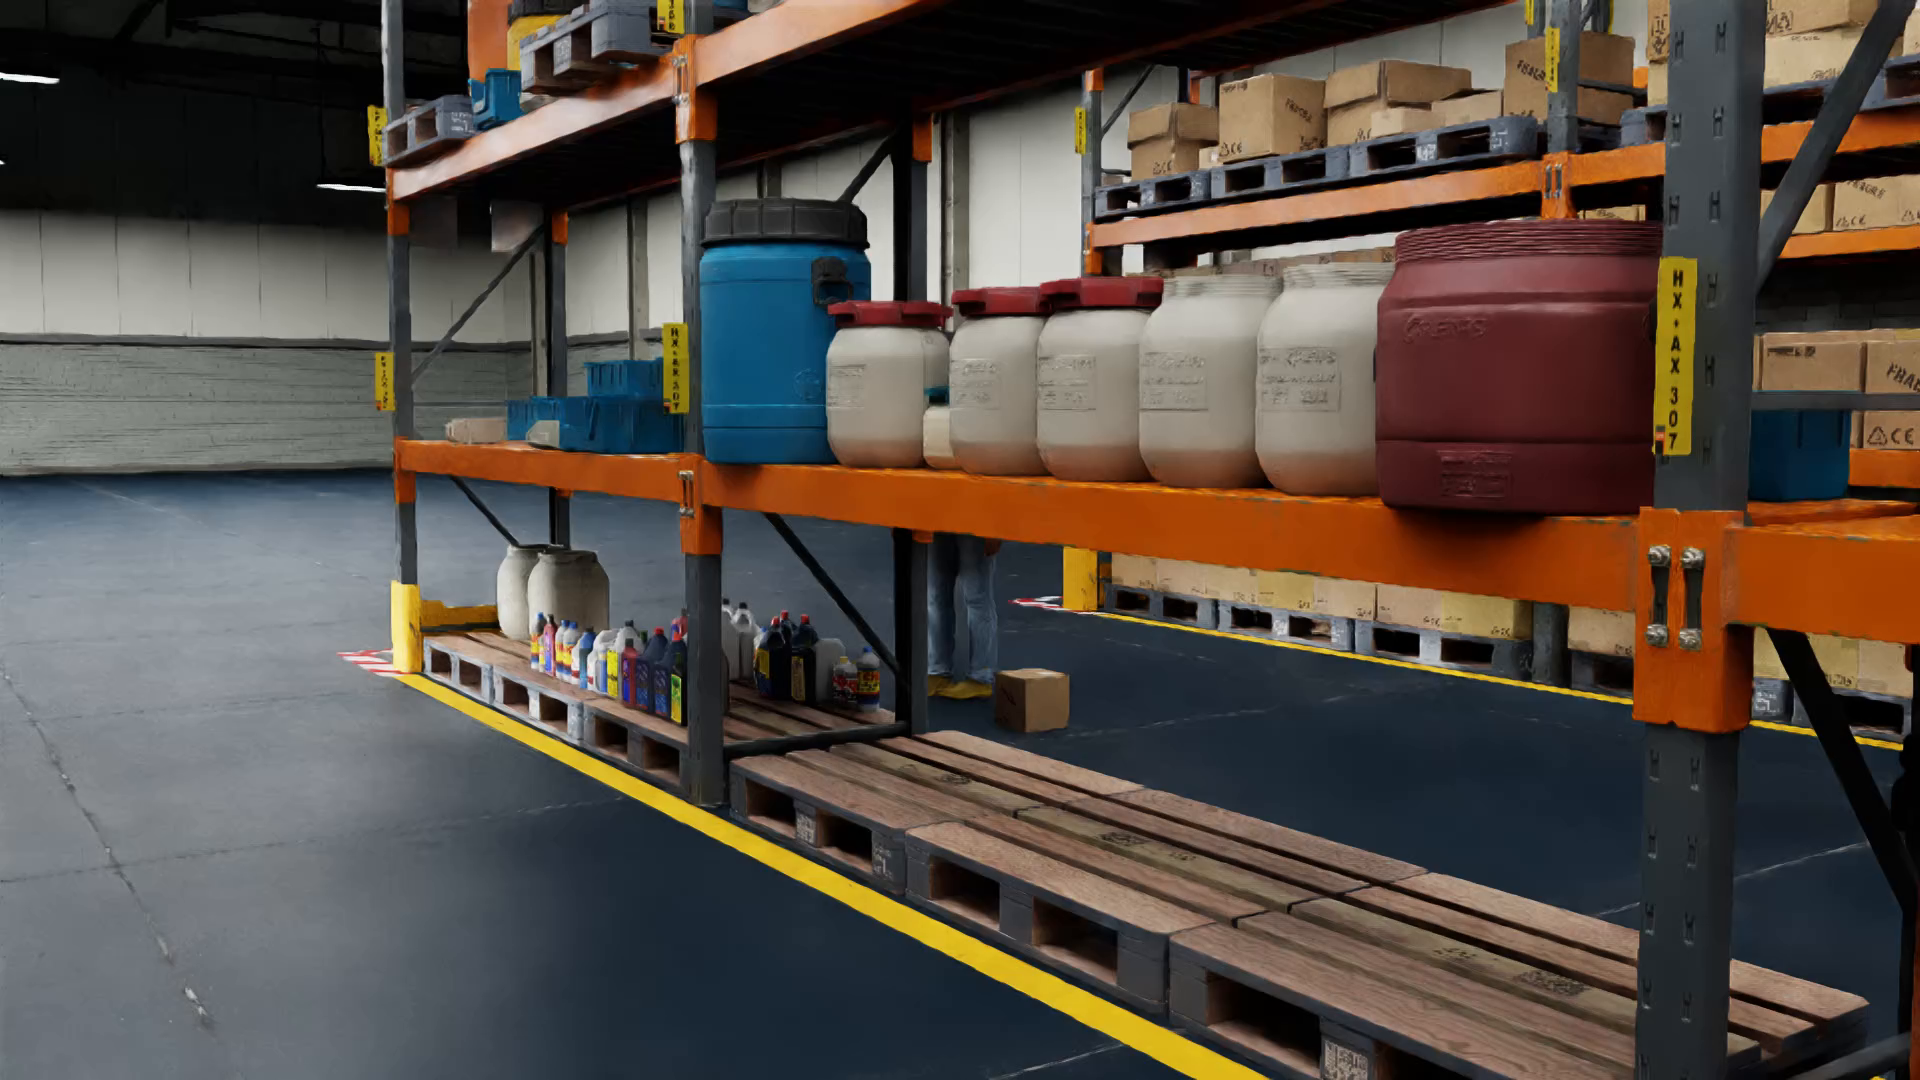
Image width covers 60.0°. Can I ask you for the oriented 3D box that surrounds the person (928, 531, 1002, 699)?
[{"bbox_3d":[-0.008,-0.069,8.488,0.615,1.804,0.412,4,6,37],"label":"person"}]
